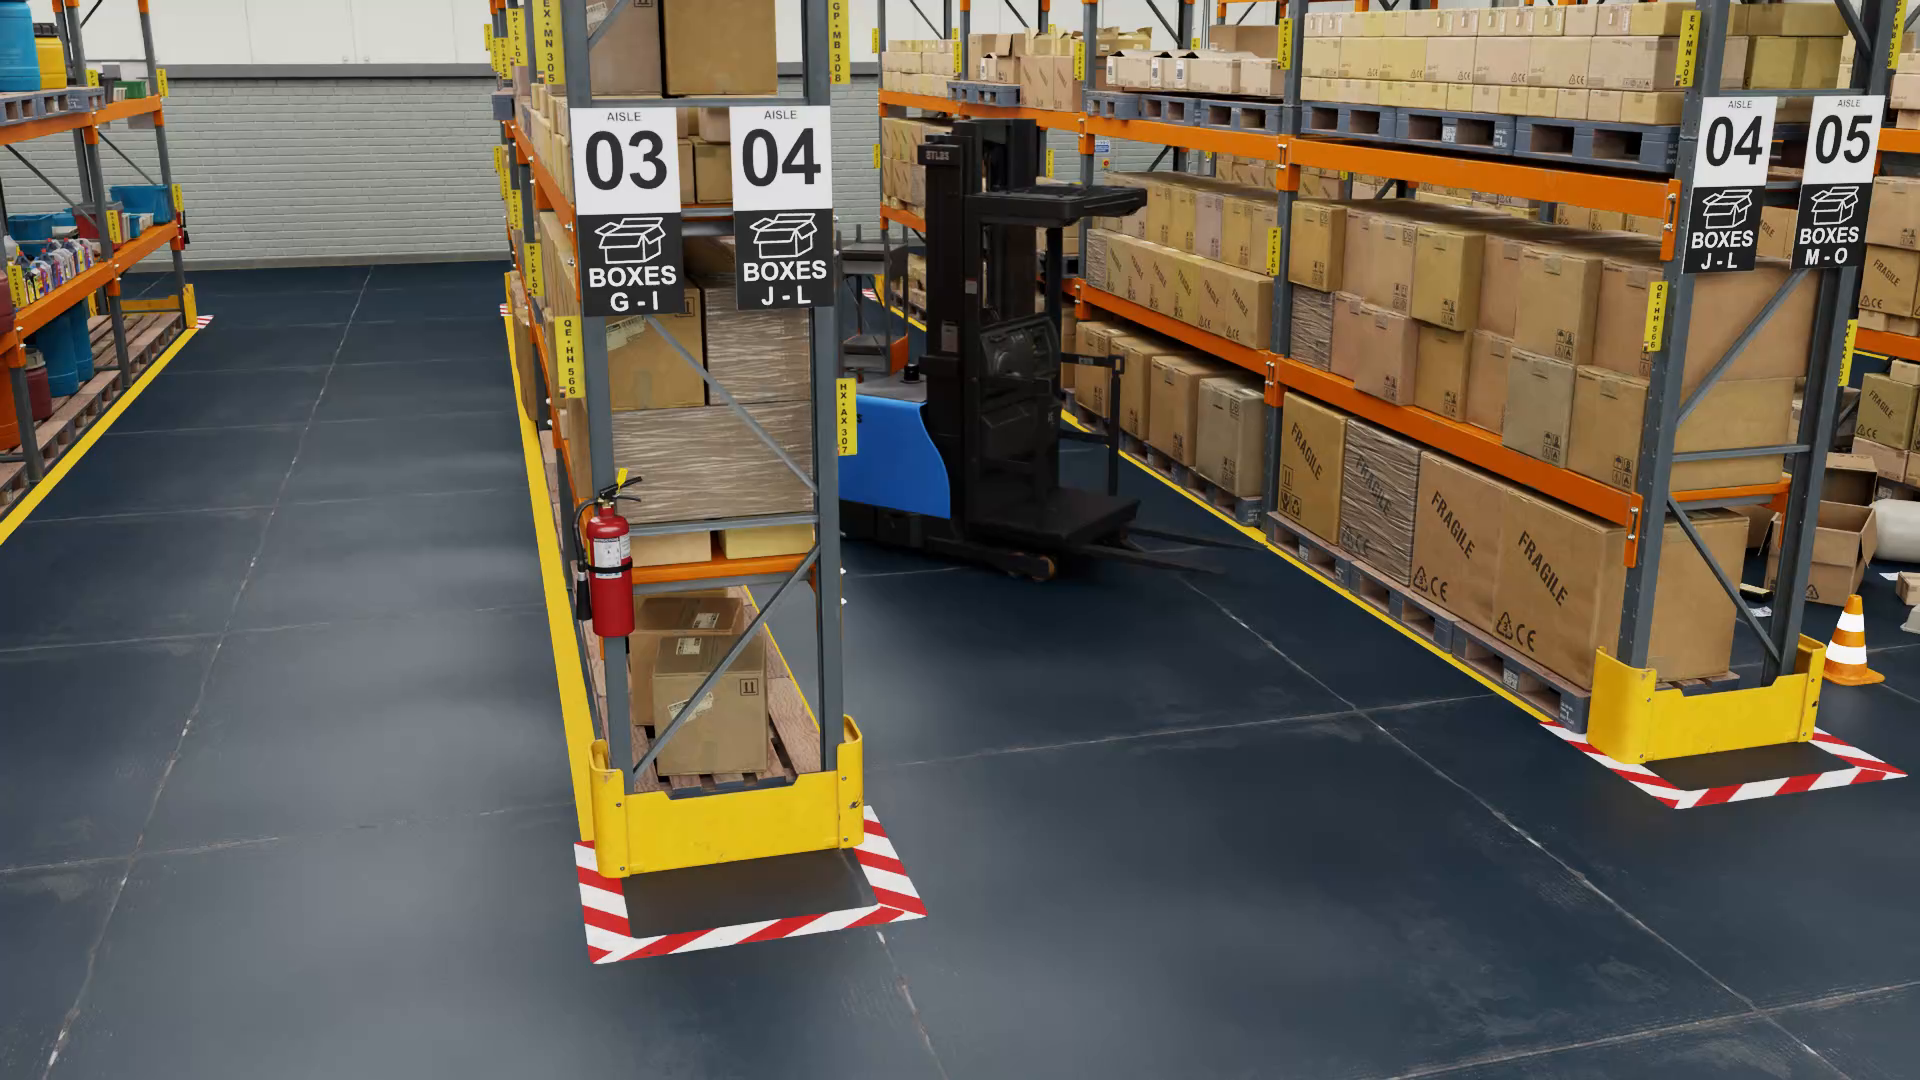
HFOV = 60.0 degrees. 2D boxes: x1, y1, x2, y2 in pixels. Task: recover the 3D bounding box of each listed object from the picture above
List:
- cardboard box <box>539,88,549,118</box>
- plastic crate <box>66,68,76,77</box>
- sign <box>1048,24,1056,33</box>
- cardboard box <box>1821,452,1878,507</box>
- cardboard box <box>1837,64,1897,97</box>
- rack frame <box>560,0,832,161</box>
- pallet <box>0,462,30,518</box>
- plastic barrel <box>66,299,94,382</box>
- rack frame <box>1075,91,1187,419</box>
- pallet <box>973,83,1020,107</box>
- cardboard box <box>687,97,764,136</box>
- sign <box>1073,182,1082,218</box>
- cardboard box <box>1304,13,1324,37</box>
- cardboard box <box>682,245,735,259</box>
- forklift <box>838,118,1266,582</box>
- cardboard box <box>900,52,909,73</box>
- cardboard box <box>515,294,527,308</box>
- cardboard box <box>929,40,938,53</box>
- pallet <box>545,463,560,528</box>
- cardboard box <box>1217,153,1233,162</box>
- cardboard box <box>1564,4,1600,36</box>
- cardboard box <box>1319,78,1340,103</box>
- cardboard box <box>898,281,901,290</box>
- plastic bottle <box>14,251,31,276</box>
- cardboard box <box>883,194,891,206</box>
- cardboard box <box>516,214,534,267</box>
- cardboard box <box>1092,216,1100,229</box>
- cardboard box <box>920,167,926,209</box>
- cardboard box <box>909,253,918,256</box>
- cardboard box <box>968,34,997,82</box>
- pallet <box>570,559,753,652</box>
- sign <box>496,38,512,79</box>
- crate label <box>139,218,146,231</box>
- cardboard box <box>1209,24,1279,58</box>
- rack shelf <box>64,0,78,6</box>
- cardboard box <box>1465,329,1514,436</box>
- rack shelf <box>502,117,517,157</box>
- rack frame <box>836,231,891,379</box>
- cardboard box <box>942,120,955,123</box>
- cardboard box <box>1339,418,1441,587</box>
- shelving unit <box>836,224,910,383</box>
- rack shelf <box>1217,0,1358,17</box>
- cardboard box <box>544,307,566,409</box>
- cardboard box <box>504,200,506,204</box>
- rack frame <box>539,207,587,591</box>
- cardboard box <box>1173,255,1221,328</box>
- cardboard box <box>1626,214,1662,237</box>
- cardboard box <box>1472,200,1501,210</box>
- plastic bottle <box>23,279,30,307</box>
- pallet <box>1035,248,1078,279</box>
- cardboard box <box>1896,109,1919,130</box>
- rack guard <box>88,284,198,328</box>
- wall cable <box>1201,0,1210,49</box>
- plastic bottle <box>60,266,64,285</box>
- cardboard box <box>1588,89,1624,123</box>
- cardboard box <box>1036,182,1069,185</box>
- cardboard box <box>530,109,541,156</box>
[{"bbox_3d":[-2.019,-2.313,8.793,0.380,0.149,0.250,-5,17,-16],"label":"cardboard box"},{"bbox_3d":[-10.008,-5.052,18.451,0.504,0.338,0.767,-5,17,-15],"label":"plastic crate"},{"bbox_3d":[1.028,-5.657,18.772,0.100,0.325,0.005,-5,17,-15],"label":"sign"},{"bbox_3d":[6.411,-0.345,12.229,0.500,0.500,0.500,7,18,23],"label":"cardboard box"},{"bbox_3d":[7.125,-3.661,13.244,0.500,0.250,0.500,-5,17,-16],"label":"cardboard box"},{"bbox_3d":[-1.004,-2.929,6.060,1.000,3.000,0.127,-5,17,-15],"label":"rack frame"},{"bbox_3d":[-7.789,-0.324,12.664,1.003,0.211,1.213,-5,17,-15],"label":"pallet"},{"bbox_3d":[-8.931,-2.028,16.405,0.600,0.901,0.708,-5,17,-15],"label":"plastic barrel"},{"bbox_3d":[1.594,-2.633,15.502,1.000,3.000,0.127,-5,17,-15],"label":"rack frame"},{"bbox_3d":[0.850,-4.620,17.230,1.213,0.211,1.003,-5,17,-15],"label":"pallet"},{"bbox_3d":[-1.024,-1.845,7.234,0.380,0.149,0.250,-5,17,-16],"label":"cardboard box"},{"bbox_3d":[1.075,-3.104,15.195,0.100,0.325,0.005,-5,17,-15],"label":"sign"},{"bbox_3d":[2.467,-3.346,10.809,0.380,0.149,0.250,-5,17,-15],"label":"cardboard box"},{"bbox_3d":[-1.163,-1.175,8.222,0.500,0.500,0.500,-5,17,-15],"label":"cardboard box"},{"bbox_3d":[0.585,-1.300,11.185,3.031,2.935,1.130,11,20,32],"label":"forklift"},{"bbox_3d":[-0.462,-6.023,20.965,0.500,0.250,0.500,-4,17,-15],"label":"cardboard box"},{"bbox_3d":[-3.610,-1.892,15.999,1.225,0.875,0.875,-5,17,-15],"label":"cardboard box"},{"bbox_3d":[-0.148,-5.887,19.820,0.380,0.149,0.250,-5,18,-17],"label":"cardboard box"},{"bbox_3d":[-2.658,-0.380,12.849,1.003,0.211,1.213,-5,17,-15],"label":"pallet"},{"bbox_3d":[3.985,-5.636,23.589,0.500,0.500,0.500,-5,17,-16],"label":"cardboard box"},{"bbox_3d":[3.236,-2.573,8.237,0.380,0.149,0.250,-4,17,-14],"label":"cardboard box"},{"bbox_3d":[2.540,-2.892,10.686,0.380,0.149,0.250,-5,17,-15],"label":"cardboard box"},{"bbox_3d":[-0.617,-3.445,22.432,0.380,0.149,0.250,-5,17,-15],"label":"cardboard box"},{"bbox_3d":[-8.303,-2.377,14.738,0.144,0.351,0.185,-5,17,-15],"label":"plastic bottle"},{"bbox_3d":[-0.831,-4.610,22.520,0.380,0.149,0.250,-5,17,-16],"label":"cardboard box"},{"bbox_3d":[-4.140,-2.998,16.546,0.500,0.500,0.500,-5,17,-17],"label":"cardboard box"},{"bbox_3d":[1.501,-3.154,16.427,0.380,0.149,0.250,-5,18,-17],"label":"cardboard box"},{"bbox_3d":[-0.187,-4.322,20.436,0.500,0.500,0.500,-5,17,-16],"label":"cardboard box"},{"bbox_3d":[-0.787,-3.794,22.561,0.380,0.149,0.250,-6,18,-18],"label":"cardboard box"},{"bbox_3d":[0.493,-5.311,18.301,0.700,0.500,0.500,-5,17,-15],"label":"cardboard box"},{"bbox_3d":[-1.885,0.357,10.398,1.003,0.211,1.213,-5,17,-15],"label":"pallet"},{"bbox_3d":[-3.738,-3.949,13.634,0.100,0.325,0.005,-5,17,-15],"label":"sign"},{"bbox_3d":[-9.599,-3.624,19.158,0.396,0.136,0.243,-5,17,-15],"label":"crate label"},{"bbox_3d":[2.341,-3.907,13.454,0.500,0.500,0.500,-5,17,-15],"label":"cardboard box"},{"bbox_3d":[-8.514,-4.767,14.126,1.077,0.370,4.000,-5,17,-15],"label":"rack shelf"},{"bbox_3d":[3.442,-0.906,9.493,0.875,0.550,0.550,-5,17,-15],"label":"cardboard box"},{"bbox_3d":[-3.752,-3.914,15.803,1.077,0.370,4.000,-5,17,-15],"label":"rack shelf"},{"bbox_3d":[-0.712,-1.250,12.462,0.400,2.100,0.015,4,17,13],"label":"rack frame"},{"bbox_3d":[0.051,-5.124,21.369,0.500,0.500,0.500,-4,17,-12],"label":"cardboard box"},{"bbox_3d":[3.050,-0.281,10.637,0.875,0.875,0.875,-5,17,-15],"label":"cardboard box"},{"bbox_3d":[-0.653,-1.318,12.689,0.431,2.100,0.503,4,17,13],"label":"shelving unit"},{"bbox_3d":[4.677,-7.049,21.721,1.077,0.370,4.000,-5,17,-15],"label":"rack shelf"},{"bbox_3d":[-1.936,-1.082,9.649,0.875,0.500,0.500,-5,17,-15],"label":"cardboard box"},{"bbox_3d":[-5.529,-4.398,21.122,0.500,0.250,0.500,-5,17,-17],"label":"cardboard box"},{"bbox_3d":[-2.103,-1.162,10.606,1.000,3.000,0.127,-5,17,-15],"label":"rack frame"},{"bbox_3d":[2.015,-1.977,13.145,0.500,0.500,0.500,-5,17,-15],"label":"cardboard box"},{"bbox_3d":[6.529,-3.011,15.340,0.500,0.500,0.500,-4,17,-14],"label":"cardboard box"},{"bbox_3d":[5.804,-3.475,17.698,0.500,0.250,0.500,-5,17,-17],"label":"cardboard box"},{"bbox_3d":[-7.900,-2.091,13.913,0.152,0.276,0.135,-5,17,-15],"label":"plastic bottle"},{"bbox_3d":[1.296,-2.729,16.158,1.213,0.211,1.003,-5,17,-15],"label":"pallet"},{"bbox_3d":[7.273,-3.155,12.464,0.380,0.149,0.250,-5,17,-16],"label":"cardboard box"},{"bbox_3d":[-10.182,-2.898,20.731,1.175,0.500,0.348,-5,17,-15],"label":"rack guard"},{"bbox_3d":[5.706,-9.976,29.454,2.988,3.039,0.133,-5,17,-15],"label":"wall cable"},{"bbox_3d":[-8.247,-2.433,15.182,0.097,0.201,0.097,0,17,0],"label":"plastic bottle"},{"bbox_3d":[3.307,-2.120,8.114,0.380,0.149,0.250,-5,17,-15],"label":"cardboard box"},{"bbox_3d":[1.009,-3.791,18.030,0.380,0.149,0.250,-5,17,-15],"label":"cardboard box"},{"bbox_3d":[-2.226,-2.382,9.714,0.500,0.250,0.500,-5,18,-17],"label":"cardboard box"}]
